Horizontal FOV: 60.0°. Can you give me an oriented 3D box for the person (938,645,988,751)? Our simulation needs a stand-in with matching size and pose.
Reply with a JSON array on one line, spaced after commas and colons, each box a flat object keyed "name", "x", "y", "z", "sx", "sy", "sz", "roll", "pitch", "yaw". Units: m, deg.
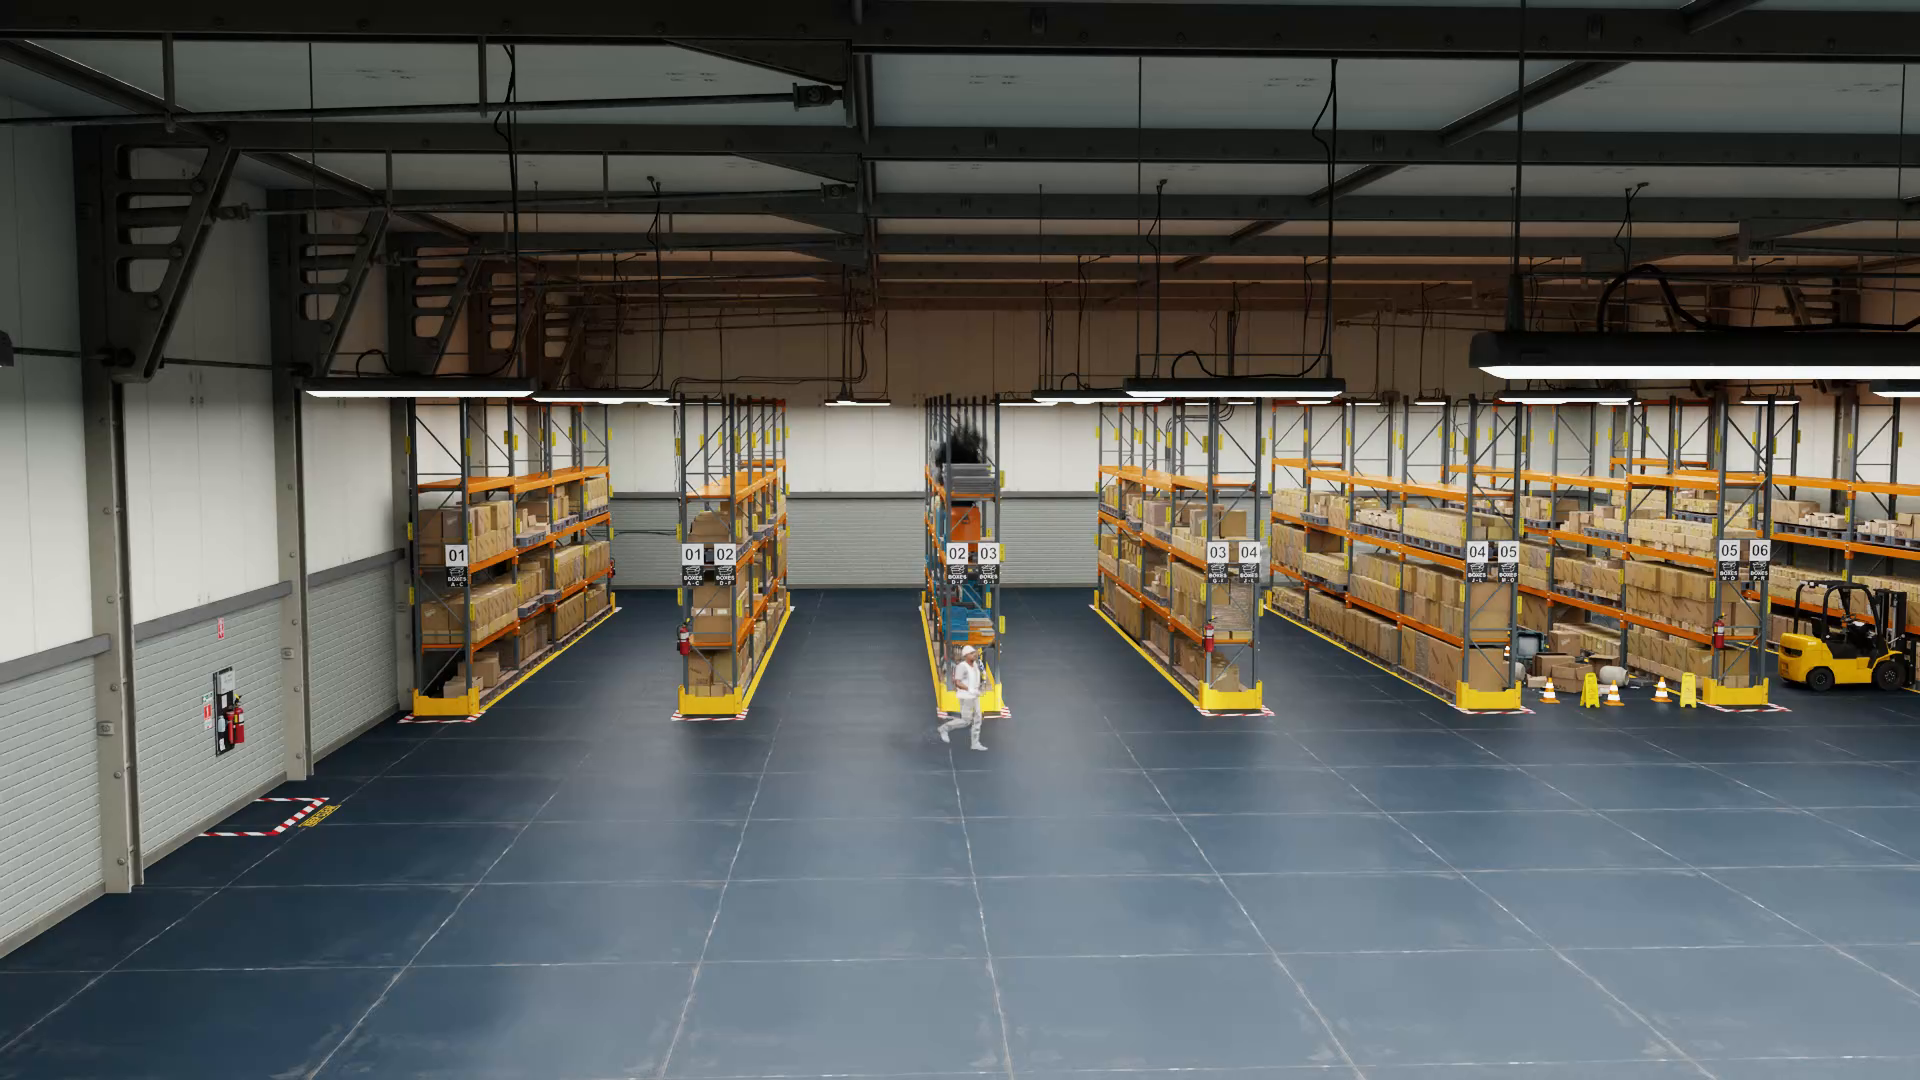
[{"name": "person", "x": 0.089, "y": 2.646, "z": 27.946, "sx": 0.849, "sy": 1.773, "sz": 0.688, "roll": 2, "pitch": 5, "yaw": 26}]

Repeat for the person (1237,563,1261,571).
[{"name": "person", "x": 8.364, "y": 1.040, "z": 48.400, "sx": 0.697, "sy": 1.796, "sz": 0.723, "roll": -3, "pitch": 5, "yaw": -33}]

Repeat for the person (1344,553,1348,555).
[{"name": "person", "x": 11.019, "y": 1.116, "z": 47.449, "sx": 0.635, "sy": 1.757, "sz": 0.753, "roll": -2, "pitch": 5, "yaw": -22}]
